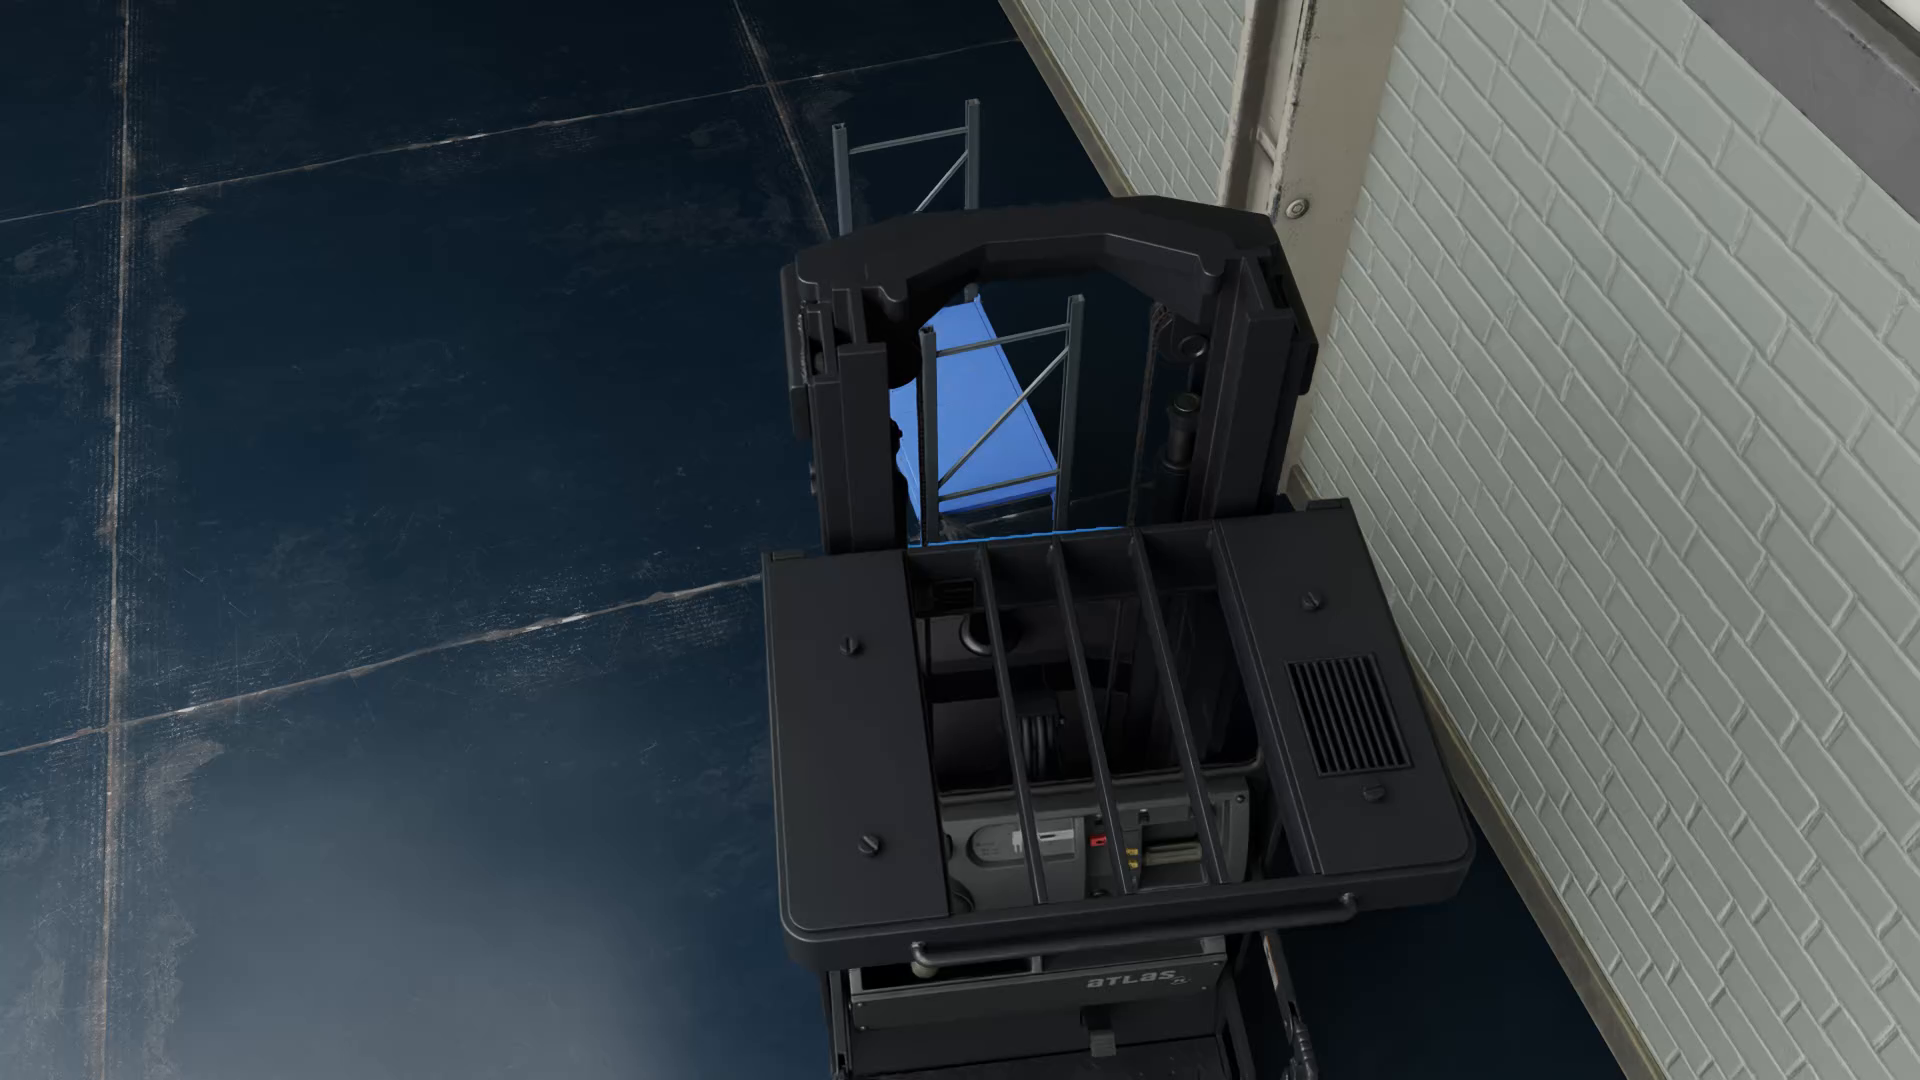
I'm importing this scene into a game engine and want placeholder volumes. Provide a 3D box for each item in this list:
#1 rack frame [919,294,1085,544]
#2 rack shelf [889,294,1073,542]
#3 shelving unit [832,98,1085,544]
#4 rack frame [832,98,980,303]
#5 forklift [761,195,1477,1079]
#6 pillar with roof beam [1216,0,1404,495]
[{"bbox_3d":[0.125,-0.174,5.416,0.500,1.500,0.032,-13,51,-11],"label":"rack frame"},{"bbox_3d":[-0.025,-0.430,5.867,0.538,0.185,1.000,-13,51,-11],"label":"rack shelf"},{"bbox_3d":[-0.025,-0.546,5.729,0.538,1.500,1.048,-13,51,-11],"label":"shelving unit"},{"bbox_3d":[-0.176,-0.917,6.042,0.500,1.500,0.032,-13,51,-11],"label":"rack frame"},{"bbox_3d":[0.218,0.865,3.603,1.130,2.935,3.031,-5,50,-4],"label":"forklift"},{"bbox_3d":[-3.031,-2.228,2.243,9.100,9.000,0.400,-13,51,-11],"label":"pillar with roof beam"}]
